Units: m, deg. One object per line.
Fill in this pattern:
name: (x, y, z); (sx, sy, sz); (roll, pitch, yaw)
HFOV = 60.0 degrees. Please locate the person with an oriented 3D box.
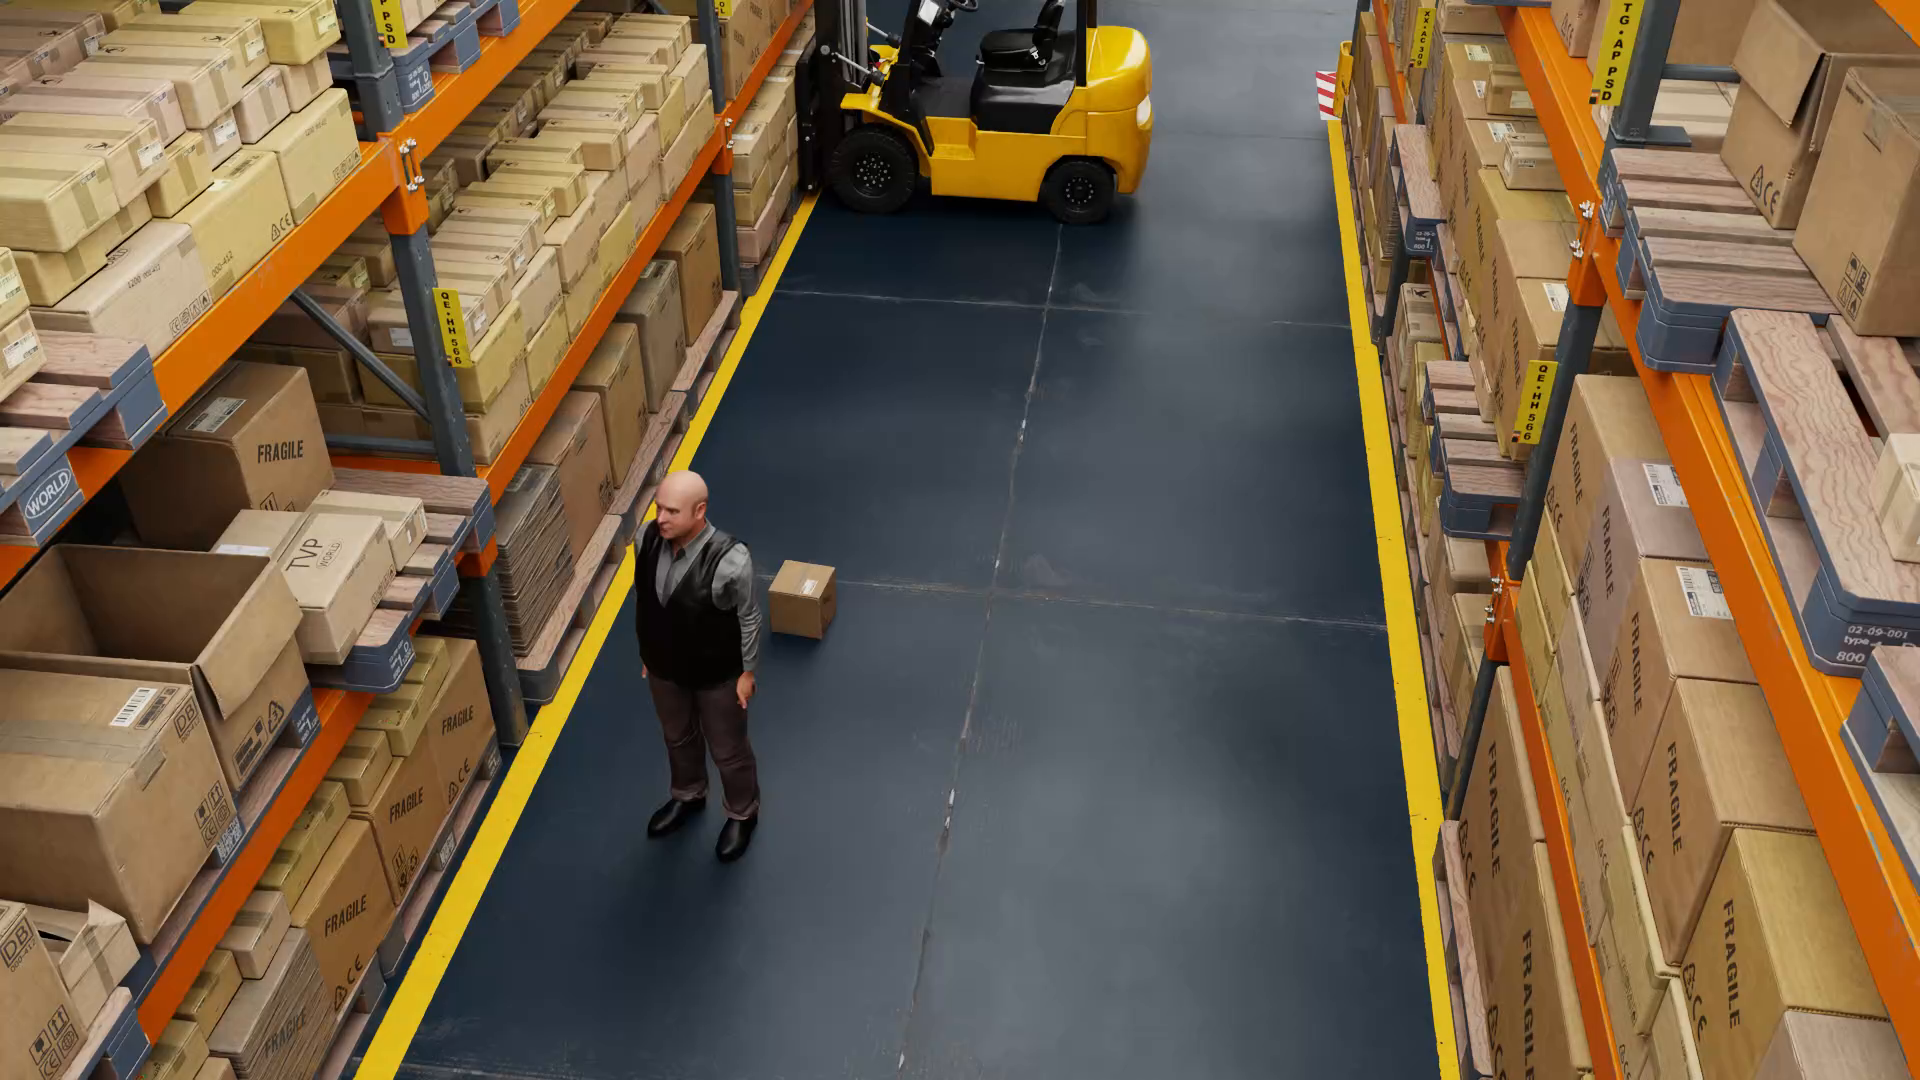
person: (-1.009, 0.483, 6.392); (0.527, 1.725, 0.356); (15, 38, 20)
